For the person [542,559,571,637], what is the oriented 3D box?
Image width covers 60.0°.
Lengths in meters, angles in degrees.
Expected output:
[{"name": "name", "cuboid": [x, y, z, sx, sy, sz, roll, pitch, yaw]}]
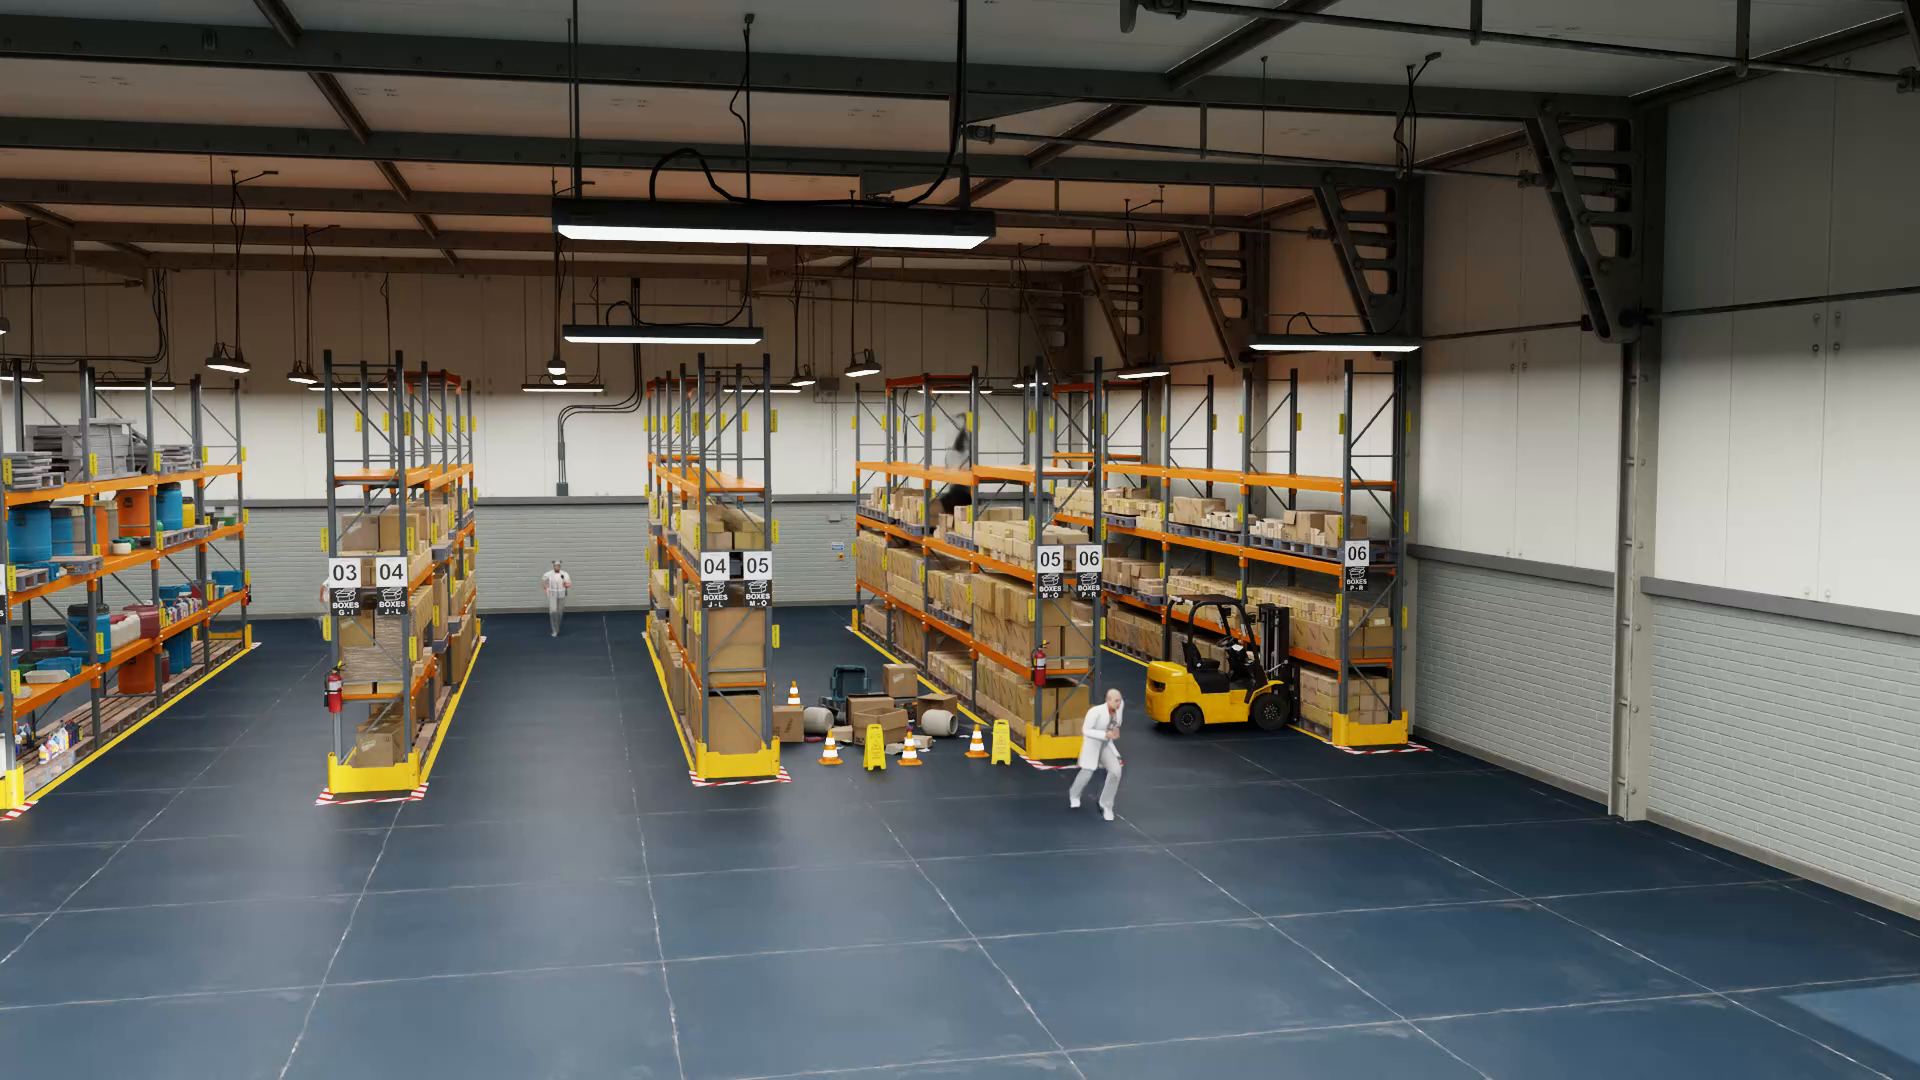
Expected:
[{"name": "person", "cuboid": [-9.574, 1.372, 39.530, 0.647, 1.846, 0.819, -2, 4, -23]}]

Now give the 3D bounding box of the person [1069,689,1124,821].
[{"name": "person", "cuboid": [1.756, 2.718, 21.256, 0.752, 1.730, 1.073, -3, 5, -33]}]

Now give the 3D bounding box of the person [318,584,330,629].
[{"name": "person", "cuboid": [-14.847, 1.485, 39.407, 0.666, 1.596, 0.595, 0, 4, -1]}]
